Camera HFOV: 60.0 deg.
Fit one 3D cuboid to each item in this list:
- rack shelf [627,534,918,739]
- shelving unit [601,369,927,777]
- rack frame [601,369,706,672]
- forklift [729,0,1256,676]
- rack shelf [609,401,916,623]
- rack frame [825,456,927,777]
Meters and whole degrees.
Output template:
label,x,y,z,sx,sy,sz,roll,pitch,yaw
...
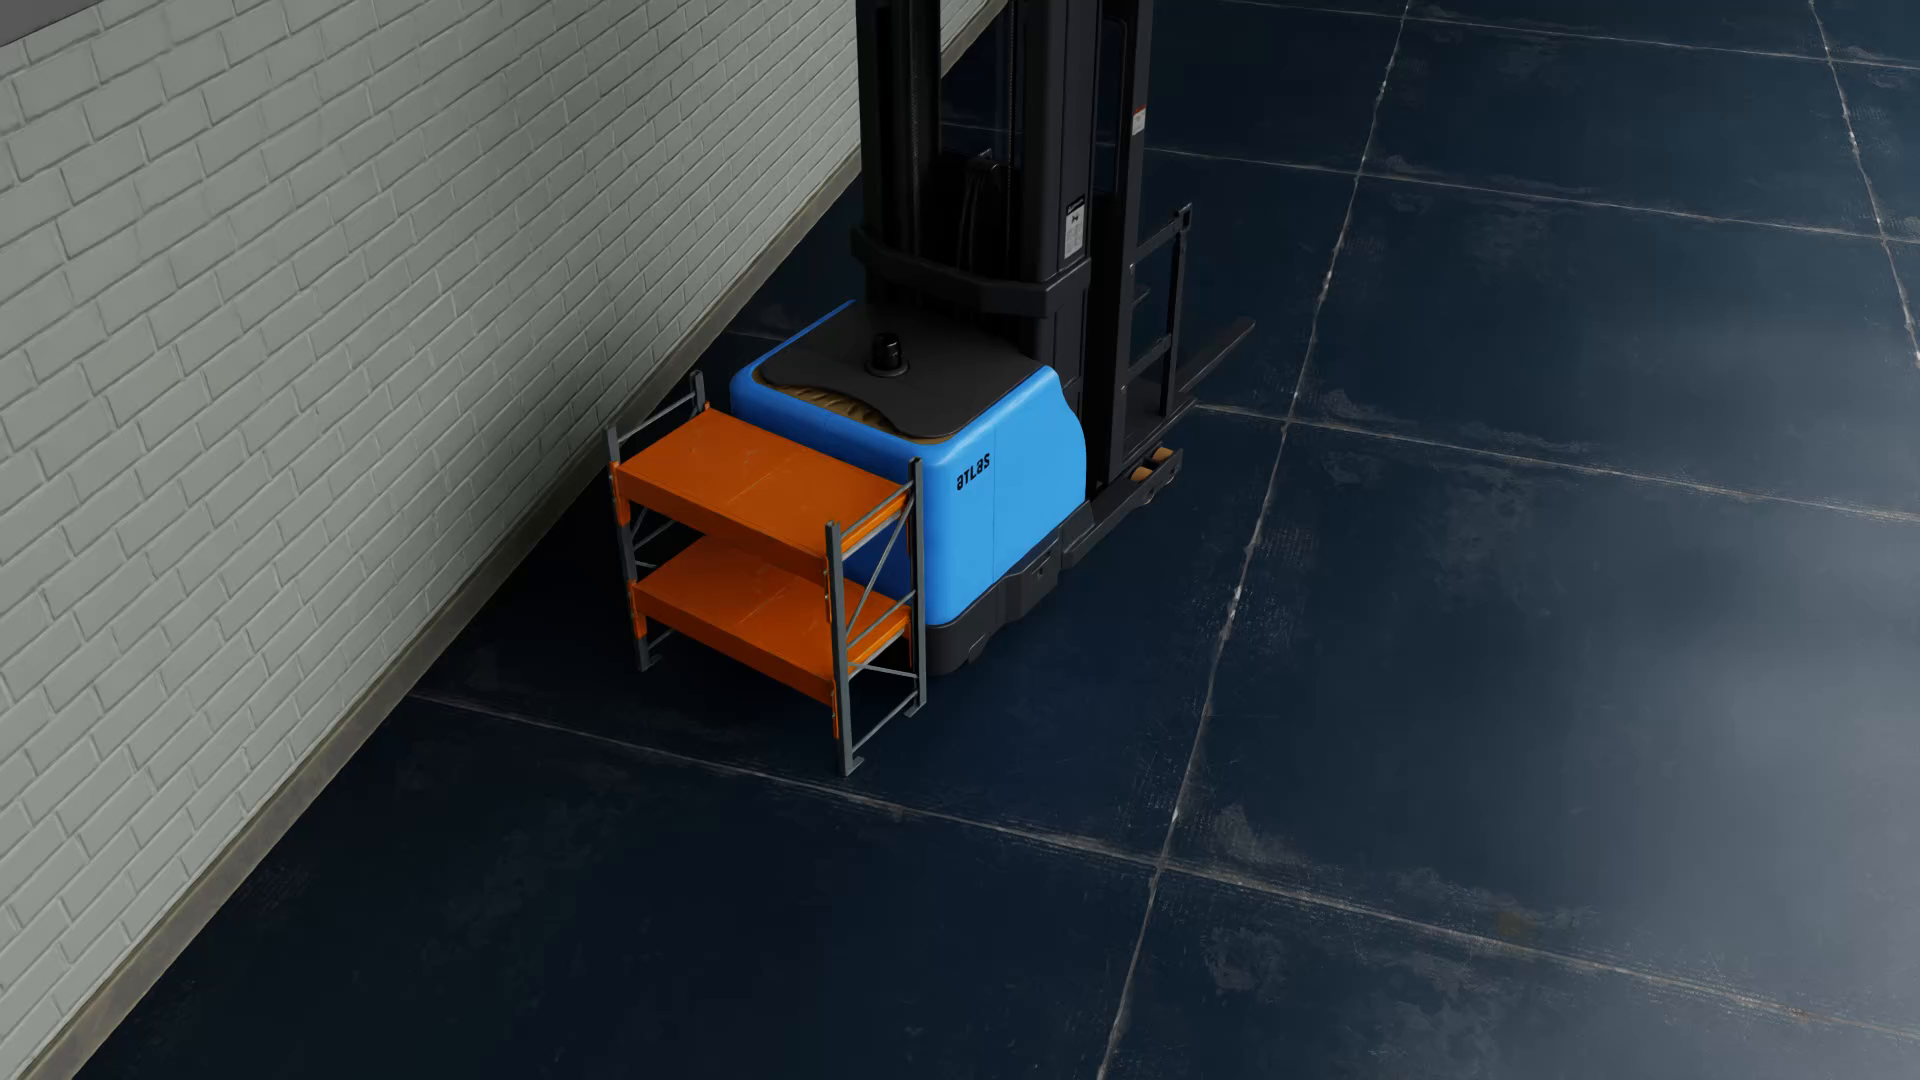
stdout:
label,x,y,z,sx,sy,sz,roll,pitch,yaw
rack shelf,-0.701,0.311,6.291,1.000,0.278,0.538,23,42,28
shelving unit,-0.701,0.114,6.146,1.048,1.125,0.538,23,42,28
rack frame,-1.117,-0.059,6.382,0.032,1.125,0.500,23,42,28
forklift,0.358,-1.488,6.799,1.130,2.935,3.031,22,42,27
rack shelf,-0.701,-0.122,5.973,1.000,0.278,0.538,23,42,28
rack frame,-0.285,0.287,5.911,0.032,1.125,0.500,23,42,28
